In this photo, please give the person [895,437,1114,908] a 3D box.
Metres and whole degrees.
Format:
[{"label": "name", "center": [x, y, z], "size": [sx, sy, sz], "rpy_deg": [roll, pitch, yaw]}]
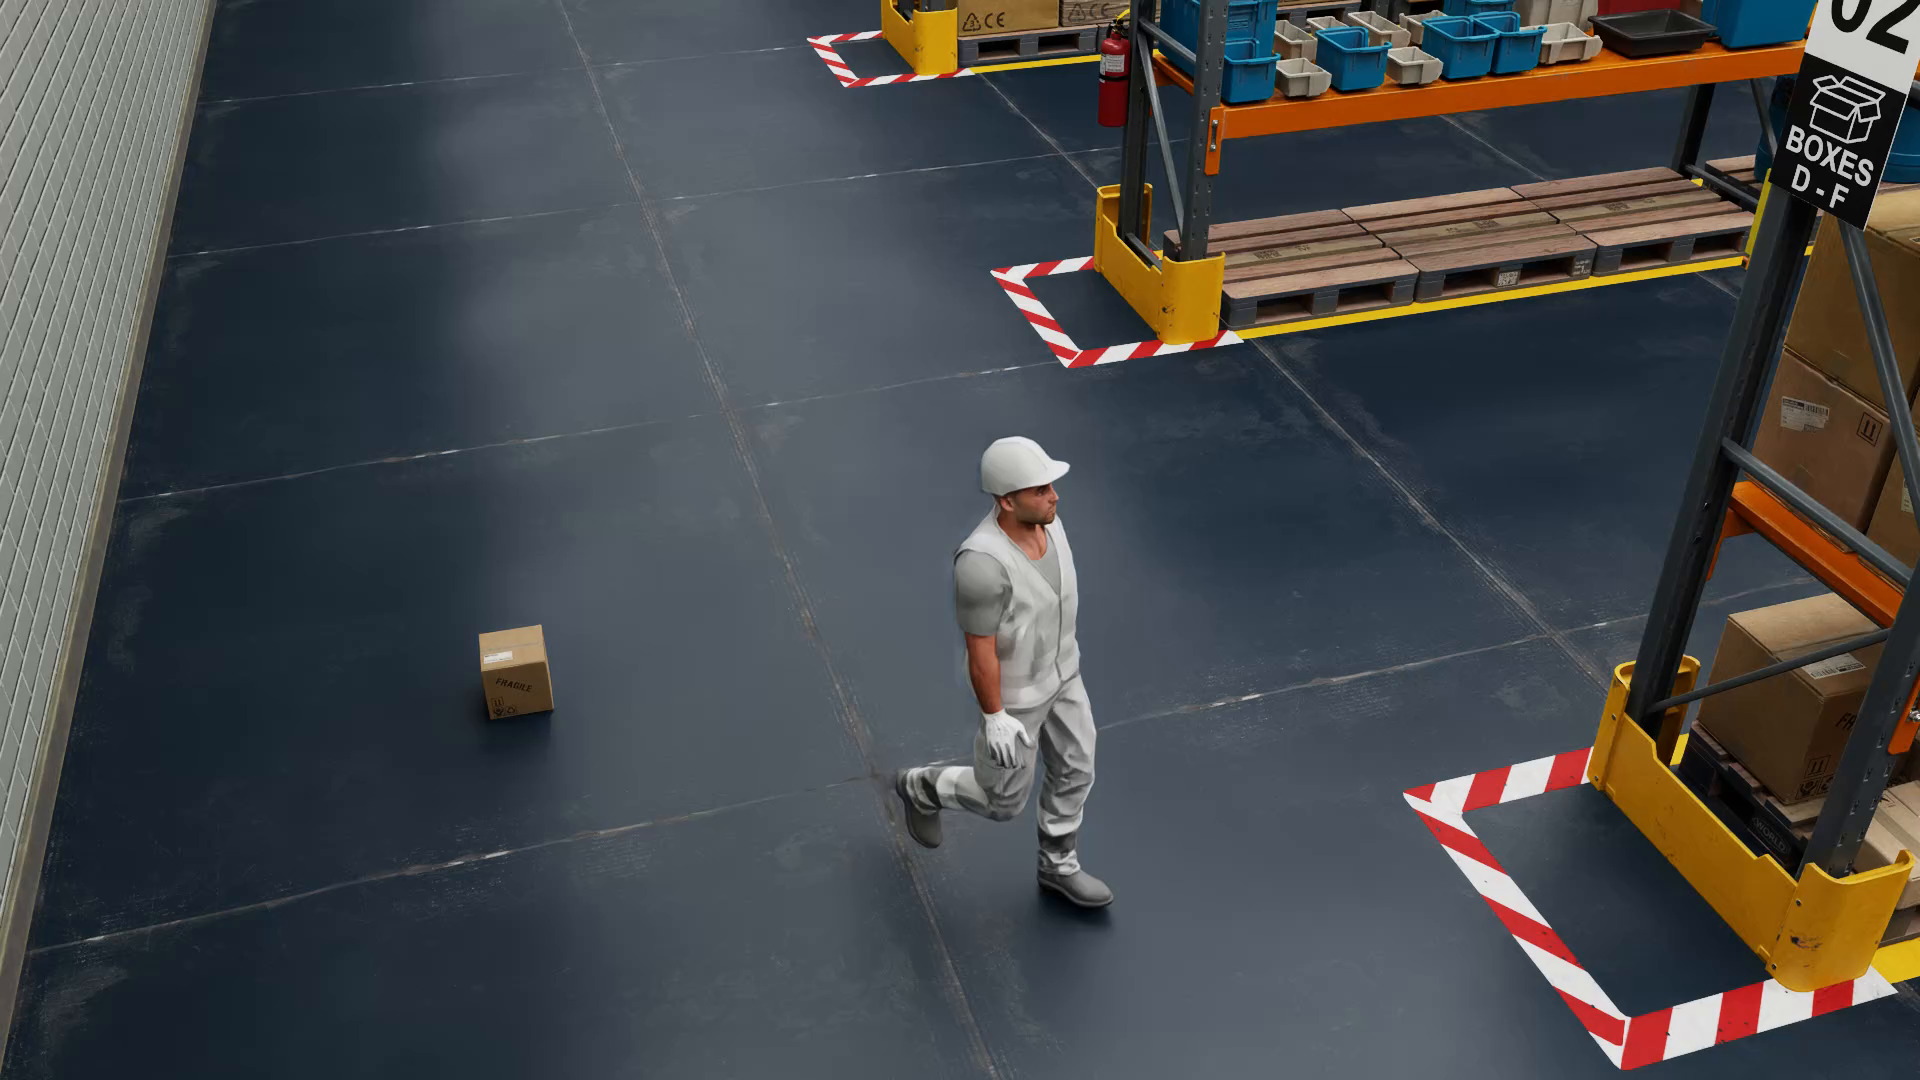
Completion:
[{"label": "person", "center": [0.160, 0.442, 5.426], "size": [0.810, 1.765, 0.535], "rpy_deg": [23, 40, 30]}]
